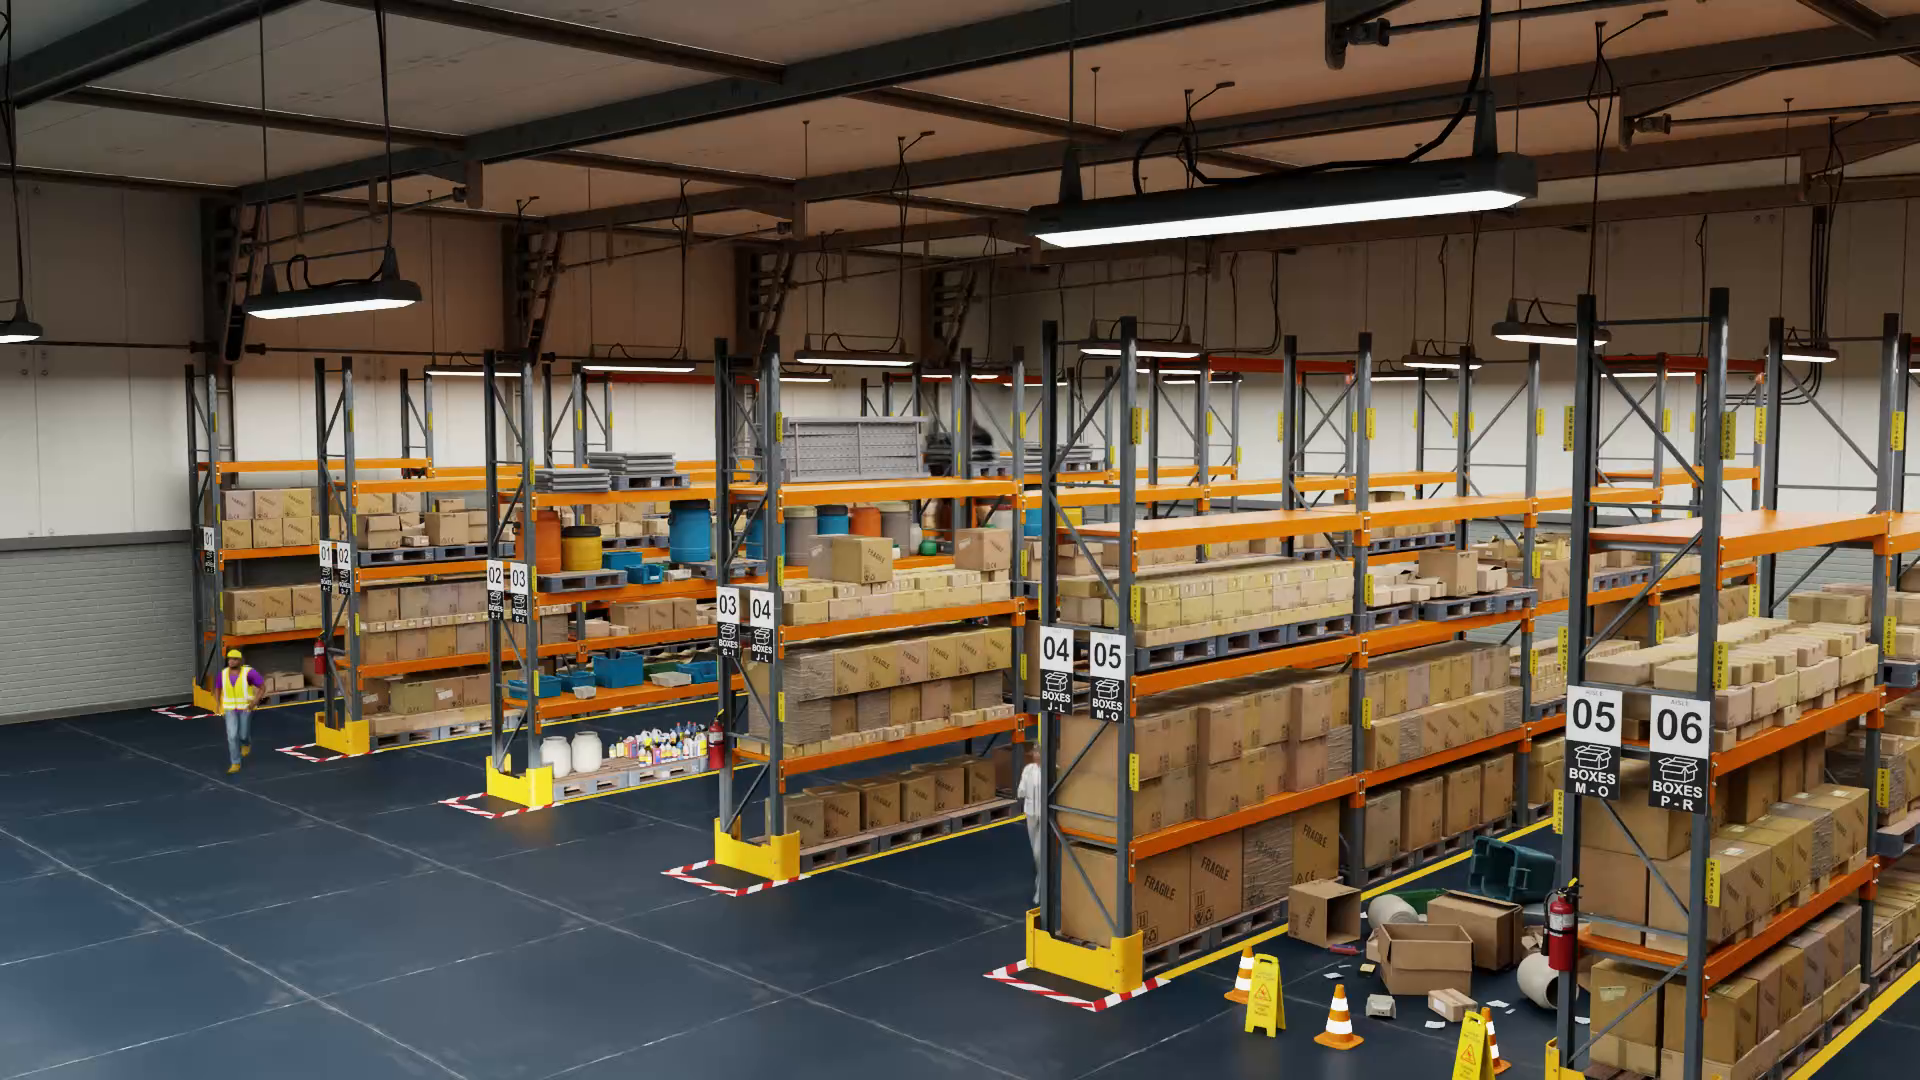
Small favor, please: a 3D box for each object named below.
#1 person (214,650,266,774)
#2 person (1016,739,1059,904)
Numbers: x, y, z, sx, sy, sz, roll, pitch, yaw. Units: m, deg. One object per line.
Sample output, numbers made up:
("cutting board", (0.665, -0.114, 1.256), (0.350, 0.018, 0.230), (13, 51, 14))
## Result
("person", (-10.451, 2.453, 24.151), (0.715, 1.763, 0.741), (-1, 4, -10))
("person", (0.863, 2.971, 17.680), (0.591, 1.745, 0.684), (3, 5, 35))
